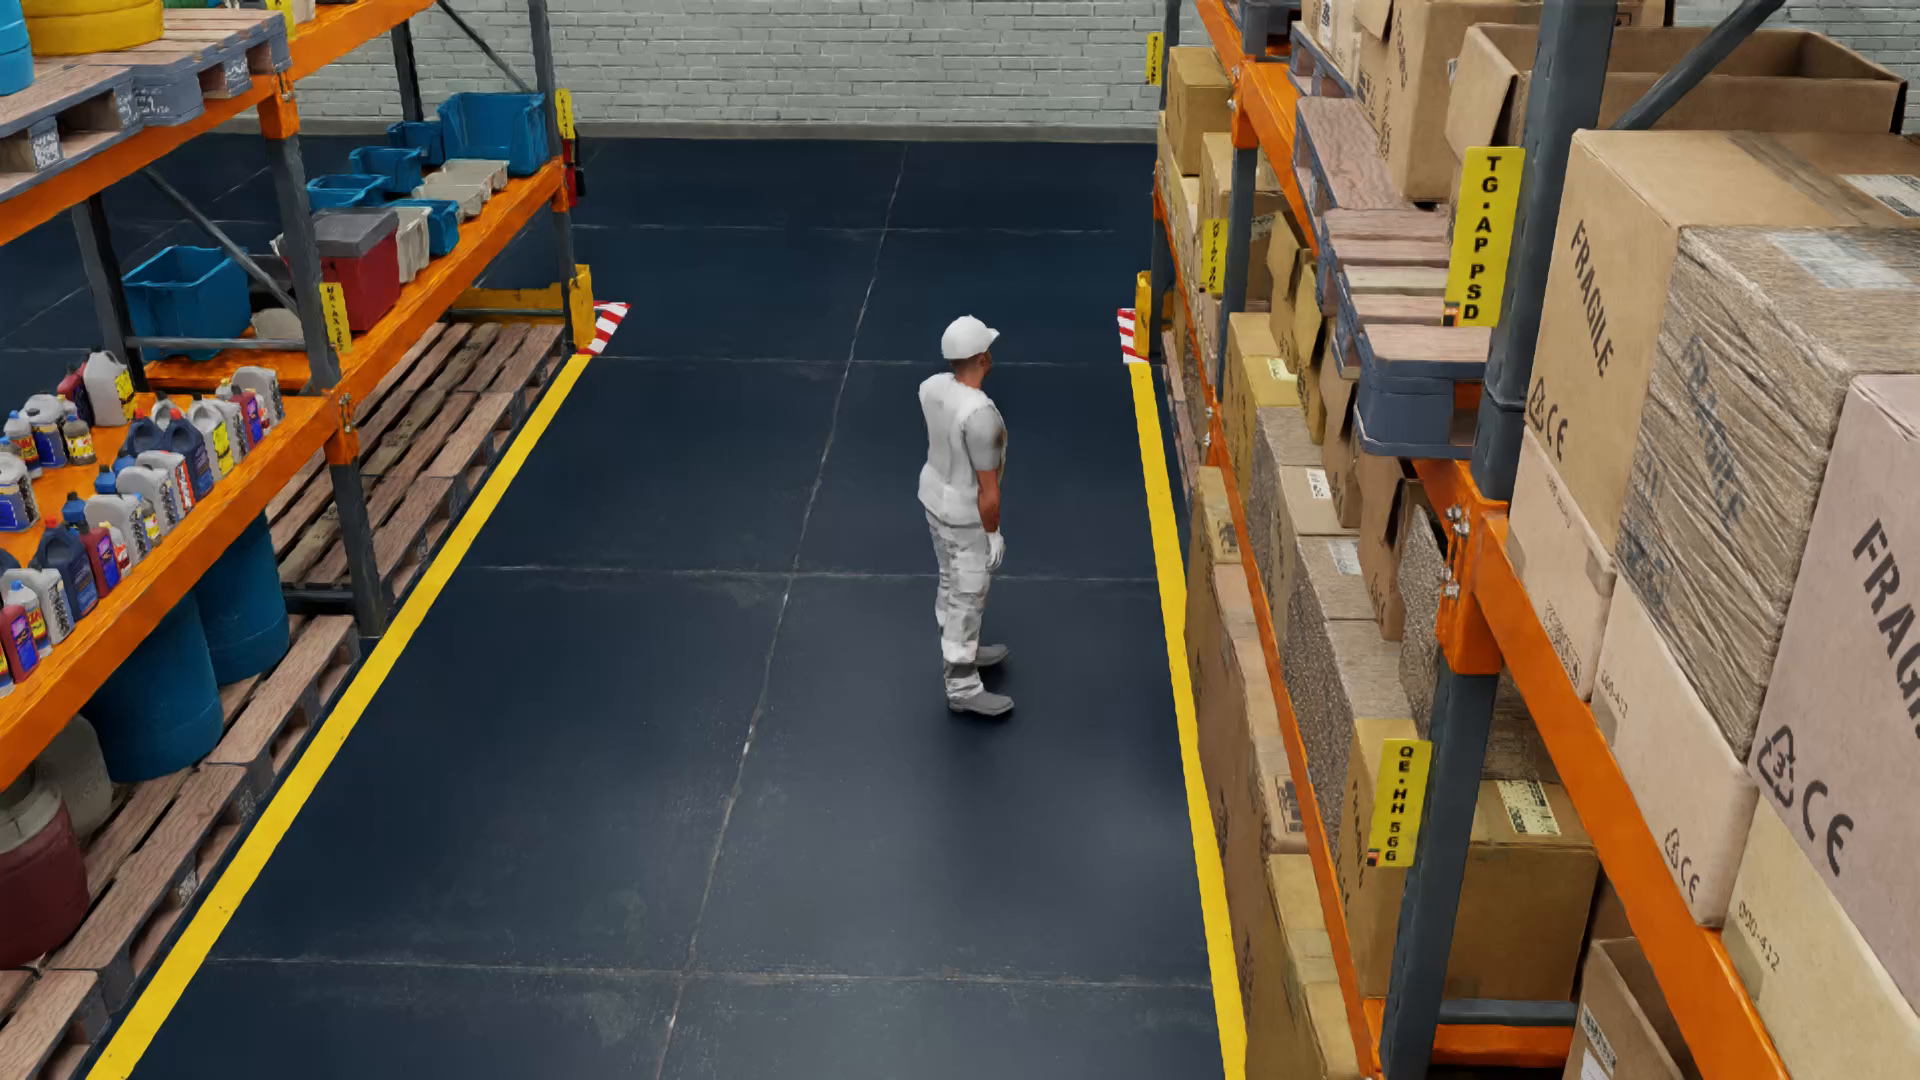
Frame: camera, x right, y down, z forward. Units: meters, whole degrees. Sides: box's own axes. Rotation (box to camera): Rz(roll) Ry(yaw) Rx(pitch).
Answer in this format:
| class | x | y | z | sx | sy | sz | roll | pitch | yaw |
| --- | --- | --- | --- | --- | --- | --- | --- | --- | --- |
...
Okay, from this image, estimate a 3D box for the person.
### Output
| class | x | y | z | sx | sy | sz | roll | pitch | yaw |
| --- | --- | --- | --- | --- | --- | --- | --- | --- | --- |
| person | 0.070 | -0.129 | 7.270 | 0.456 | 1.795 | 0.598 | -13 | 30 | -23 |
